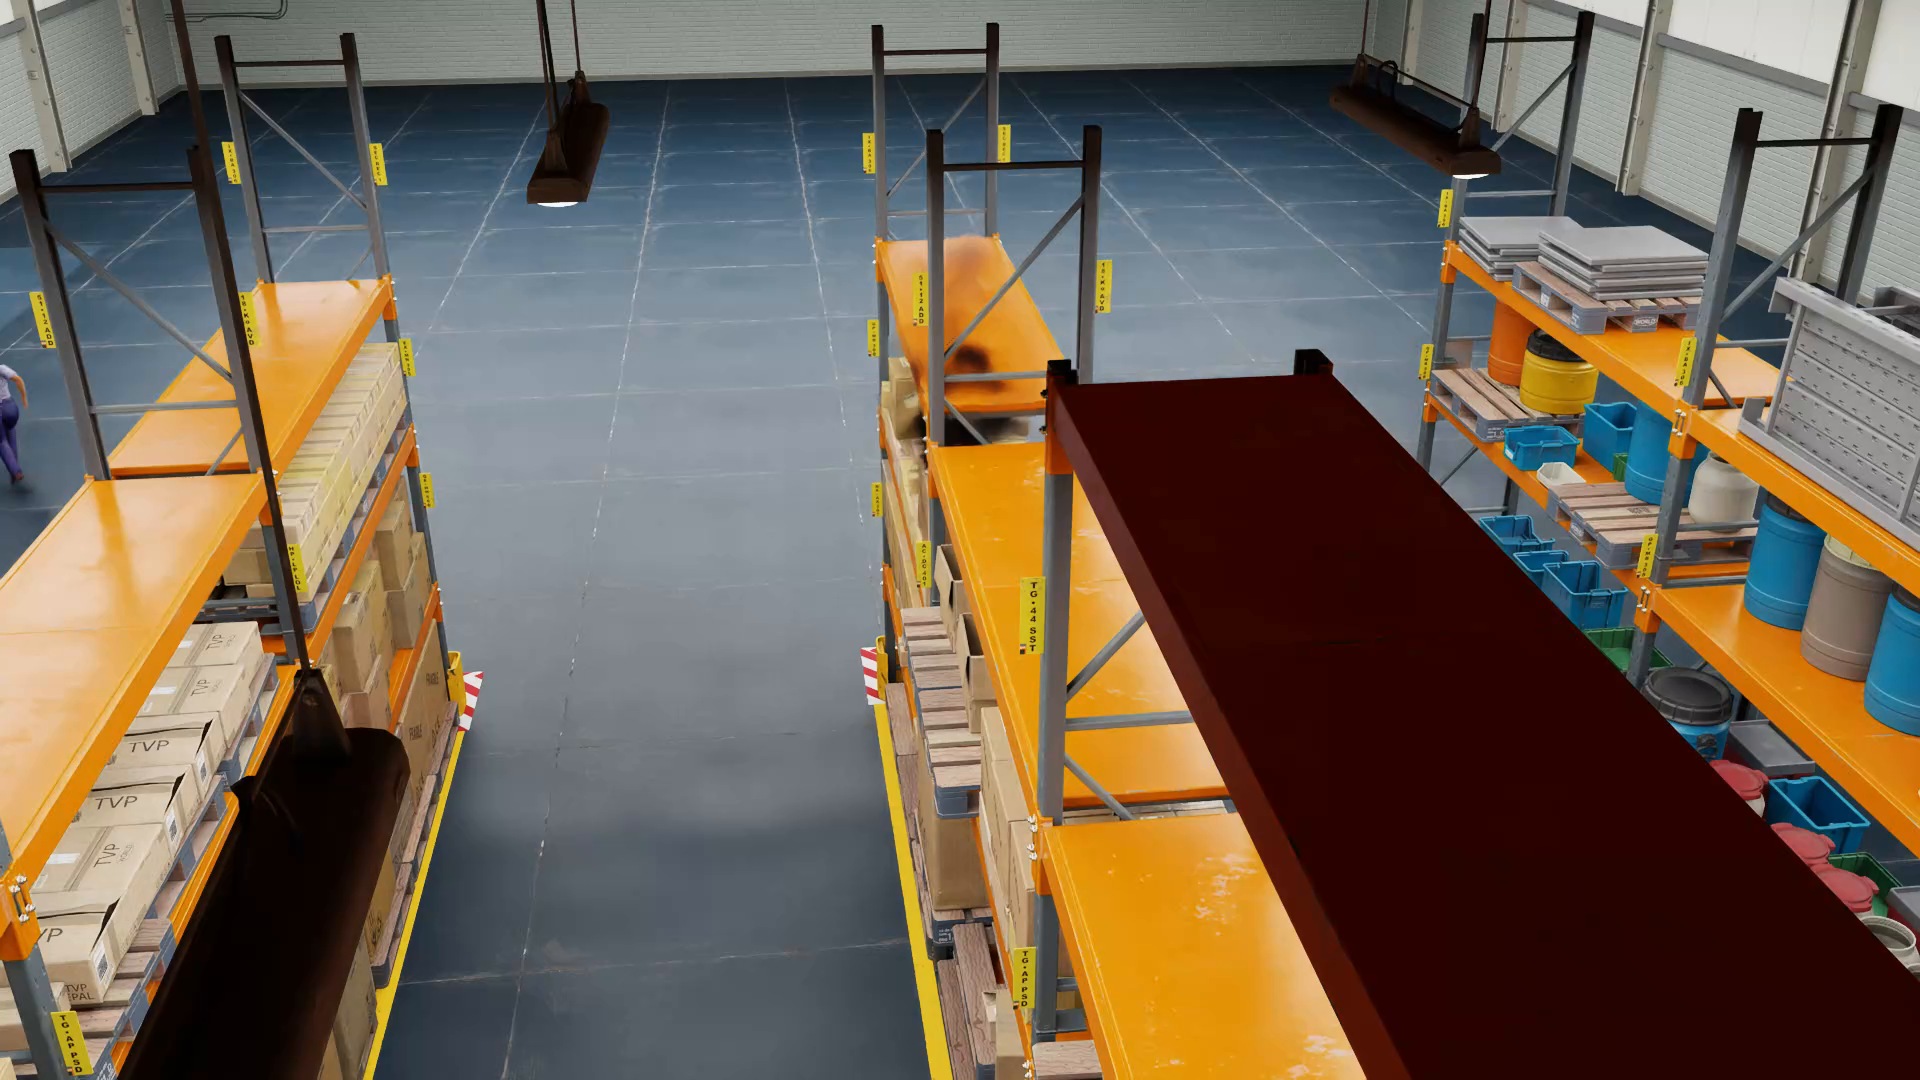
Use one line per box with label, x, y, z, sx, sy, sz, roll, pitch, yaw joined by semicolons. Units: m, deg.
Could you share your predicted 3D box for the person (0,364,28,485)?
person;-11.345;-1.444;19.665;0.626;1.693;0.807;-19;31;-34
